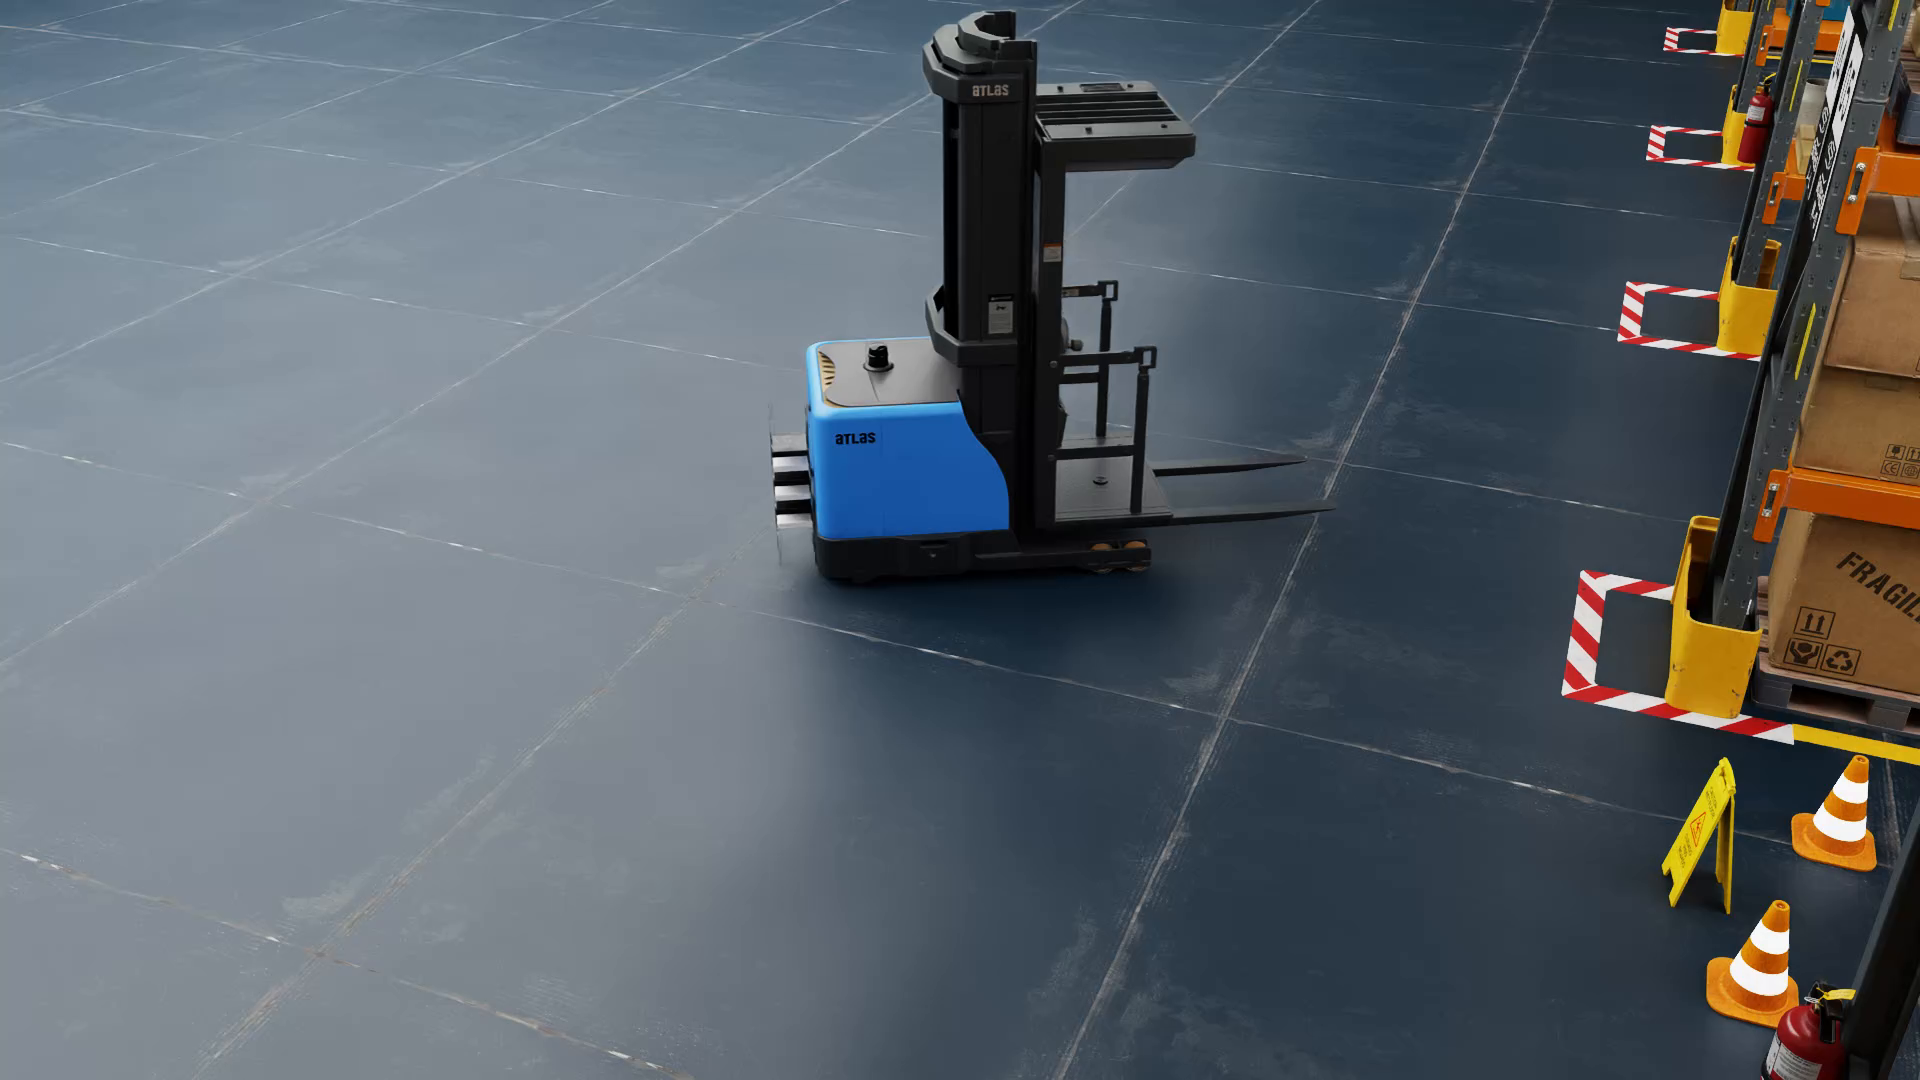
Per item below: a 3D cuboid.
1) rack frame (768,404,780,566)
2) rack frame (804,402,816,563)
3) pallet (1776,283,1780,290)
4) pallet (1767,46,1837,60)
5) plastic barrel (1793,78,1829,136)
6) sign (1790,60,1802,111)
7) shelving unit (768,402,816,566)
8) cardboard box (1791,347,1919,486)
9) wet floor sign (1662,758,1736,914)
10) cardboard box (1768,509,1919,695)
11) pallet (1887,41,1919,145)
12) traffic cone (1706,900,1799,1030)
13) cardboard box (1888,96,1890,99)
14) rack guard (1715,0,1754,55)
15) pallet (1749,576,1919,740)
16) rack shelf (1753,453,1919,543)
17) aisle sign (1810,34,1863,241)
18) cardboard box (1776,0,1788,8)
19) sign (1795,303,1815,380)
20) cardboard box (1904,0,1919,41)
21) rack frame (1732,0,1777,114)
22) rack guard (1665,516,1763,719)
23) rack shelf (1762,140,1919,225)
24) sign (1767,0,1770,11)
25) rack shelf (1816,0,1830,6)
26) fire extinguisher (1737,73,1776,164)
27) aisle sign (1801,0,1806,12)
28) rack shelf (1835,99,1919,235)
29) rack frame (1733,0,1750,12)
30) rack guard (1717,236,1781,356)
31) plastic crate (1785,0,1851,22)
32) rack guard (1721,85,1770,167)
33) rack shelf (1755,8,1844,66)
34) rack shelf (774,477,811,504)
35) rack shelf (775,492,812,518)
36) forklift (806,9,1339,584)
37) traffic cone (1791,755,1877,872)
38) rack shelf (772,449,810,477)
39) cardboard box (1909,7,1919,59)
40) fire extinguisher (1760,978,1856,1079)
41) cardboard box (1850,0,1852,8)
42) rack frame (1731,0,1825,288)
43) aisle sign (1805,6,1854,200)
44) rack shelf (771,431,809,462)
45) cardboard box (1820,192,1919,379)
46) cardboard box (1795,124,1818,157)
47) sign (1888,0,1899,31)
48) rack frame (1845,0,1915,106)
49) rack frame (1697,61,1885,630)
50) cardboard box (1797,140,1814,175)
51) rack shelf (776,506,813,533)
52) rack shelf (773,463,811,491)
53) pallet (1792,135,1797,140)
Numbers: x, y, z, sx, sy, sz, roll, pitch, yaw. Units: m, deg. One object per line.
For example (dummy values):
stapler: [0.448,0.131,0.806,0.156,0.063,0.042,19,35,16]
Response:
rack frame: [-1.049,-0.305,9.374,0.006,0.900,0.240,-4,30,-6]
rack frame: [-0.847,-0.318,9.395,0.006,0.900,0.240,-4,30,-6]
pallet: [6.680,-1.556,12.289,1.213,0.211,1.003,11,31,19]
pallet: [10.323,-6.131,20.382,1.213,0.211,1.003,11,31,19]
plastic barrel: [8.371,-4.222,16.273,0.421,0.512,0.421,0,29,0]
sign: [5.667,-3.080,11.271,0.005,0.325,0.100,11,31,19]
shelving unit: [-0.948,-0.311,9.385,0.210,0.900,0.258,-4,30,-6]
cardboard box: [4.273,-0.725,7.832,0.550,0.550,0.875,11,31,19]
wet floor sign: [3.141,1.215,6.945,0.232,0.644,0.267,6,30,11]
cardboard box: [4.565,0.130,8.205,0.875,0.875,0.875,11,31,19]
pallet: [4.603,-1.843,7.003,1.213,0.211,1.003,11,31,19]
traffic cone: [3.130,1.595,6.459,0.334,0.463,0.336,11,31,19]
cardboard box: [6.370,-3.009,11.622,0.500,0.500,0.875,11,31,19]
rack guard: [9.576,-6.383,20.535,0.348,0.500,1.175,11,31,19]
pallet: [4.682,0.618,8.442,1.213,0.211,1.003,11,31,19]
rack shelf: [5.765,-0.025,7.476,4.000,0.370,1.077,11,31,19]
aisle sign: [3.734,-1.716,7.095,0.004,0.787,0.394,11,31,19]
cardboard box: [10.207,-6.816,20.365,0.500,0.500,0.500,11,31,19]
sign: [3.698,-0.867,7.276,0.005,0.325,0.100,11,31,19]
cardboard box: [6.278,-3.333,11.178,0.500,0.500,0.500,11,31,19]
rack frame: [7.733,-5.209,15.918,0.127,3.000,1.000,11,31,19]
rack guard: [3.890,0.376,8.577,0.348,0.500,1.175,11,31,19]
rack shelf: [7.724,-2.268,11.444,4.000,0.370,1.077,11,31,19]
sign: [7.522,-5.080,15.407,0.005,0.325,0.100,11,31,19]
rack shelf: [7.724,-3.573,10.706,4.000,0.370,1.077,11,31,19]
fire extinguisher: [5.938,-3.148,12.350,0.183,0.674,0.296,11,31,19]
aisle sign: [5.700,-3.957,11.061,0.004,0.787,0.394,11,31,19]
rack shelf: [5.765,-1.331,6.738,4.000,0.370,1.077,11,31,19]
rack frame: [9.598,-7.467,19.912,0.127,3.000,1.000,11,31,19]
rack guard: [5.941,-1.848,12.512,0.348,0.500,1.175,11,31,19]
plastic crate: [8.309,-5.188,16.032,0.616,0.251,0.499,11,31,19]
rack guard: [7.821,-4.128,16.546,0.348,0.500,1.175,11,31,19]
rack shelf: [9.586,-4.526,15.440,4.000,0.370,1.077,11,31,19]
rack shelf: [-0.947,-0.282,9.401,0.200,0.077,0.258,-4,30,-6]
rack shelf: [-0.947,-0.204,9.446,0.200,0.077,0.258,-4,30,-6]
forklift: [0.657,-1.342,9.146,3.031,2.935,1.130,-4,30,-6]
traffic cone: [3.870,1.142,7.259,0.334,0.463,0.336,11,31,19]
rack shelf: [-0.949,-0.439,9.313,0.200,0.077,0.258,-4,30,-6]
cardboard box: [4.348,-2.224,7.314,0.250,0.149,0.380,11,31,19]
fire extinguisher: [2.212,1.370,4.356,0.183,0.674,0.296,11,31,19]
cardboard box: [6.473,-3.570,11.598,0.500,0.500,0.500,11,31,19]
rack frame: [5.870,-2.951,11.922,0.127,3.000,1.000,11,31,19]
aisle sign: [3.959,-1.989,7.579,0.004,0.787,0.394,11,31,19]
rack shelf: [-0.950,-0.517,9.268,0.200,0.077,0.258,-4,30,-6]
cardboard box: [4.241,-1.157,7.499,0.550,0.550,0.875,11,31,19]
cardboard box: [6.212,-2.883,12.057,0.250,0.149,0.380,11,31,19]
sign: [3.698,-2.177,6.536,0.005,0.325,0.100,11,31,19]
rack frame: [3.912,-3.320,6.478,0.127,3.000,1.000,11,31,19]
rack frame: [3.912,-0.708,7.954,0.127,3.000,1.000,11,31,19]
cardboard box: [6.045,-2.680,11.698,0.250,0.149,0.380,11,31,19]
rack shelf: [-0.946,-0.126,9.490,0.200,0.077,0.258,-4,30,-6]
rack shelf: [-0.948,-0.361,9.357,0.200,0.077,0.258,-4,30,-6]
pallet: [8.572,-3.850,16.347,1.213,0.211,1.003,11,31,19]
